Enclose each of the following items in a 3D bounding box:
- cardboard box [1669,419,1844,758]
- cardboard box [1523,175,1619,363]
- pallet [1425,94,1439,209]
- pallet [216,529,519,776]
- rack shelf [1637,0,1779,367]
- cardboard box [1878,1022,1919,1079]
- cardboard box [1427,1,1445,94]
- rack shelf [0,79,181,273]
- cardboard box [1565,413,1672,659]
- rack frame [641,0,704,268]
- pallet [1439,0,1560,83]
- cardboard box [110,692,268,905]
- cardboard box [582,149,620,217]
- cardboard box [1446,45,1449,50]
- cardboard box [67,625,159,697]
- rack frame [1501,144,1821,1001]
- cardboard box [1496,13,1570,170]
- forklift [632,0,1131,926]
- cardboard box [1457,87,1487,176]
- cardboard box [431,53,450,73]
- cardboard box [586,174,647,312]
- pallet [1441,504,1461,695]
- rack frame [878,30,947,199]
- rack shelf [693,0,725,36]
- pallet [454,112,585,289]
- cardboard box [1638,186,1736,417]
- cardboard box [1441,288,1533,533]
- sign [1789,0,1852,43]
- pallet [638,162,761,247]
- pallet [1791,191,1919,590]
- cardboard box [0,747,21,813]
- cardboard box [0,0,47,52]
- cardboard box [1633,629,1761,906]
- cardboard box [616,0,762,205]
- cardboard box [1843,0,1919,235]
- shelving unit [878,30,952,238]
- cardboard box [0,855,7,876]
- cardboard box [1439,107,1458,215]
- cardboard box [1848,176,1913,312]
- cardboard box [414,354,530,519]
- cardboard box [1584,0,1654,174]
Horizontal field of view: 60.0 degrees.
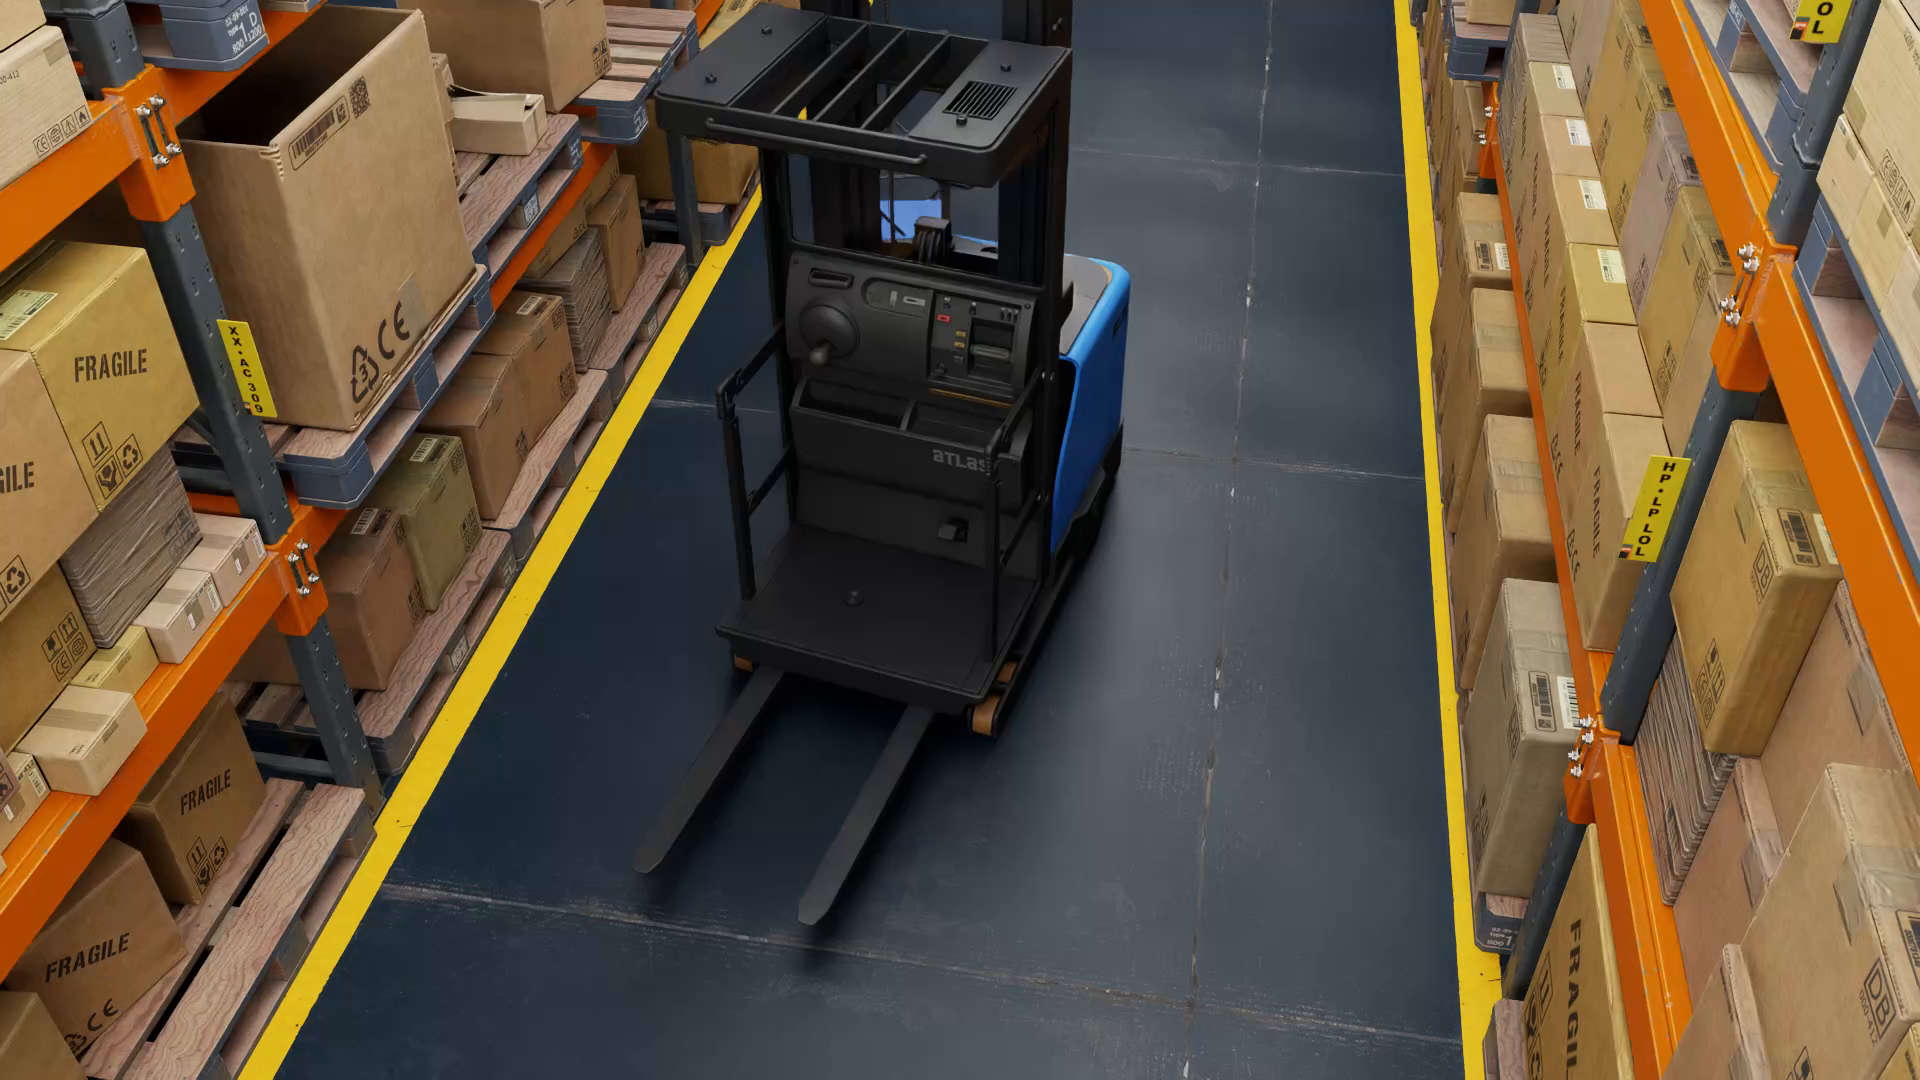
[{"bbox_3d":[2.169,0.149,3.751,0.875,0.550,0.550,6,40,8],"label":"cardboard box"},{"bbox_3d":[2.354,-0.954,5.971,0.500,0.500,0.500,6,40,7],"label":"cardboard box"},{"bbox_3d":[3.309,-2.294,9.859,1.003,0.211,1.213,6,40,8],"label":"pallet"},{"bbox_3d":[-2.468,0.371,6.636,1.003,0.211,1.213,6,40,8],"label":"pallet"},{"bbox_3d":[2.612,-1.739,5.210,1.077,0.370,4.000,6,40,8],"label":"rack shelf"},{"bbox_3d":[1.875,1.164,2.523,0.875,0.550,0.500,6,40,8],"label":"cardboard box"},{"bbox_3d":[3.172,-3.058,10.226,0.500,0.500,0.500,8,40,10],"label":"cardboard box"},{"bbox_3d":[-2.947,0.161,2.912,1.077,0.370,4.000,6,40,8],"label":"rack shelf"},{"bbox_3d":[2.093,-0.001,4.818,0.500,0.500,0.500,6,40,7],"label":"cardboard box"},{"bbox_3d":[-1.909,-2.726,8.193,1.000,3.000,0.127,6,40,8],"label":"rack frame"},{"bbox_3d":[2.977,-2.500,8.071,1.213,0.211,1.003,6,40,8],"label":"pallet"},{"bbox_3d":[-2.710,0.833,5.521,0.500,0.500,0.500,5,40,6],"label":"cardboard box"},{"bbox_3d":[-1.995,-1.797,8.098,0.500,0.250,0.500,8,40,9],"label":"cardboard box"},{"bbox_3d":[3.080,-3.025,9.598,0.500,0.250,0.500,8,40,9],"label":"cardboard box"},{"bbox_3d":[-2.504,0.355,4.664,0.380,0.149,0.250,6,40,8],"label":"cardboard box"},{"bbox_3d":[2.266,0.395,4.418,1.000,3.000,0.127,6,40,8],"label":"rack frame"},{"bbox_3d":[2.615,-1.902,7.118,0.500,0.500,0.500,7,40,8],"label":"cardboard box"},{"bbox_3d":[-0.260,-0.685,5.778,1.130,2.935,3.031,13,41,16],"label":"forklift"},{"bbox_3d":[2.819,-2.061,8.432,0.500,0.250,0.500,6,40,7],"label":"cardboard box"},{"bbox_3d":[-2.426,-1.803,6.865,0.500,0.250,0.500,5,40,6],"label":"cardboard box"},{"bbox_3d":[-2.005,-1.509,8.338,0.700,0.500,0.500,4,40,5],"label":"cardboard box"},{"bbox_3d":[2.535,0.209,6.831,1.003,0.211,1.213,6,40,8],"label":"pallet"},{"bbox_3d":[-0.313,-1.795,8.239,0.500,1.500,0.032,-1,40,-1],"label":"rack frame"},{"bbox_3d":[-1.563,-3.704,9.940,1.077,0.370,4.000,6,40,8],"label":"rack shelf"},{"bbox_3d":[-2.211,-1.405,6.746,1.003,0.211,1.213,6,40,8],"label":"pallet"},{"bbox_3d":[2.434,-0.664,4.836,0.700,0.500,0.500,6,40,7],"label":"cardboard box"},{"bbox_3d":[2.617,-0.489,6.923,1.050,0.750,0.750,7,40,8],"label":"cardboard box"},{"bbox_3d":[1.730,-1.135,3.262,0.100,0.325,0.005,6,40,8],"label":"sign"},{"bbox_3d":[-1.698,-2.138,9.670,1.003,0.211,1.213,6,40,8],"label":"pallet"},{"bbox_3d":[2.115,-0.215,2.871,1.003,0.211,1.213,6,40,8],"label":"pallet"},{"bbox_3d":[-2.849,0.542,3.929,0.875,0.500,0.500,6,40,8],"label":"cardboard box"},{"bbox_3d":[-2.373,-1.231,3.836,0.380,0.149,0.250,8,40,9],"label":"cardboard box"},{"bbox_3d":[2.214,0.570,4.089,0.875,0.550,0.550,6,40,8],"label":"cardboard box"},{"bbox_3d":[-1.769,-2.500,9.257,1.225,0.875,0.875,5,40,6],"label":"cardboard box"},{"bbox_3d":[1.906,-0.742,2.916,0.500,0.250,0.500,7,40,8],"label":"cardboard box"},{"bbox_3d":[-0.300,-1.470,7.849,0.538,1.500,1.048,-1,40,-1],"label":"shelving unit"},{"bbox_3d":[-2.614,0.828,4.092,0.380,0.149,0.250,6,40,8],"label":"cardboard box"},{"bbox_3d":[2.909,-2.081,9.045,0.500,0.500,0.500,8,40,9],"label":"cardboard box"},{"bbox_3d":[1.826,-0.511,2.949,0.380,0.149,0.250,7,40,8],"label":"cardboard box"},{"bbox_3d":[-2.276,-0.453,7.060,0.700,0.500,0.500,3,40,4],"label":"cardboard box"},{"bbox_3d":[2.698,-1.619,5.991,0.700,0.500,0.500,6,40,7],"label":"cardboard box"}]
